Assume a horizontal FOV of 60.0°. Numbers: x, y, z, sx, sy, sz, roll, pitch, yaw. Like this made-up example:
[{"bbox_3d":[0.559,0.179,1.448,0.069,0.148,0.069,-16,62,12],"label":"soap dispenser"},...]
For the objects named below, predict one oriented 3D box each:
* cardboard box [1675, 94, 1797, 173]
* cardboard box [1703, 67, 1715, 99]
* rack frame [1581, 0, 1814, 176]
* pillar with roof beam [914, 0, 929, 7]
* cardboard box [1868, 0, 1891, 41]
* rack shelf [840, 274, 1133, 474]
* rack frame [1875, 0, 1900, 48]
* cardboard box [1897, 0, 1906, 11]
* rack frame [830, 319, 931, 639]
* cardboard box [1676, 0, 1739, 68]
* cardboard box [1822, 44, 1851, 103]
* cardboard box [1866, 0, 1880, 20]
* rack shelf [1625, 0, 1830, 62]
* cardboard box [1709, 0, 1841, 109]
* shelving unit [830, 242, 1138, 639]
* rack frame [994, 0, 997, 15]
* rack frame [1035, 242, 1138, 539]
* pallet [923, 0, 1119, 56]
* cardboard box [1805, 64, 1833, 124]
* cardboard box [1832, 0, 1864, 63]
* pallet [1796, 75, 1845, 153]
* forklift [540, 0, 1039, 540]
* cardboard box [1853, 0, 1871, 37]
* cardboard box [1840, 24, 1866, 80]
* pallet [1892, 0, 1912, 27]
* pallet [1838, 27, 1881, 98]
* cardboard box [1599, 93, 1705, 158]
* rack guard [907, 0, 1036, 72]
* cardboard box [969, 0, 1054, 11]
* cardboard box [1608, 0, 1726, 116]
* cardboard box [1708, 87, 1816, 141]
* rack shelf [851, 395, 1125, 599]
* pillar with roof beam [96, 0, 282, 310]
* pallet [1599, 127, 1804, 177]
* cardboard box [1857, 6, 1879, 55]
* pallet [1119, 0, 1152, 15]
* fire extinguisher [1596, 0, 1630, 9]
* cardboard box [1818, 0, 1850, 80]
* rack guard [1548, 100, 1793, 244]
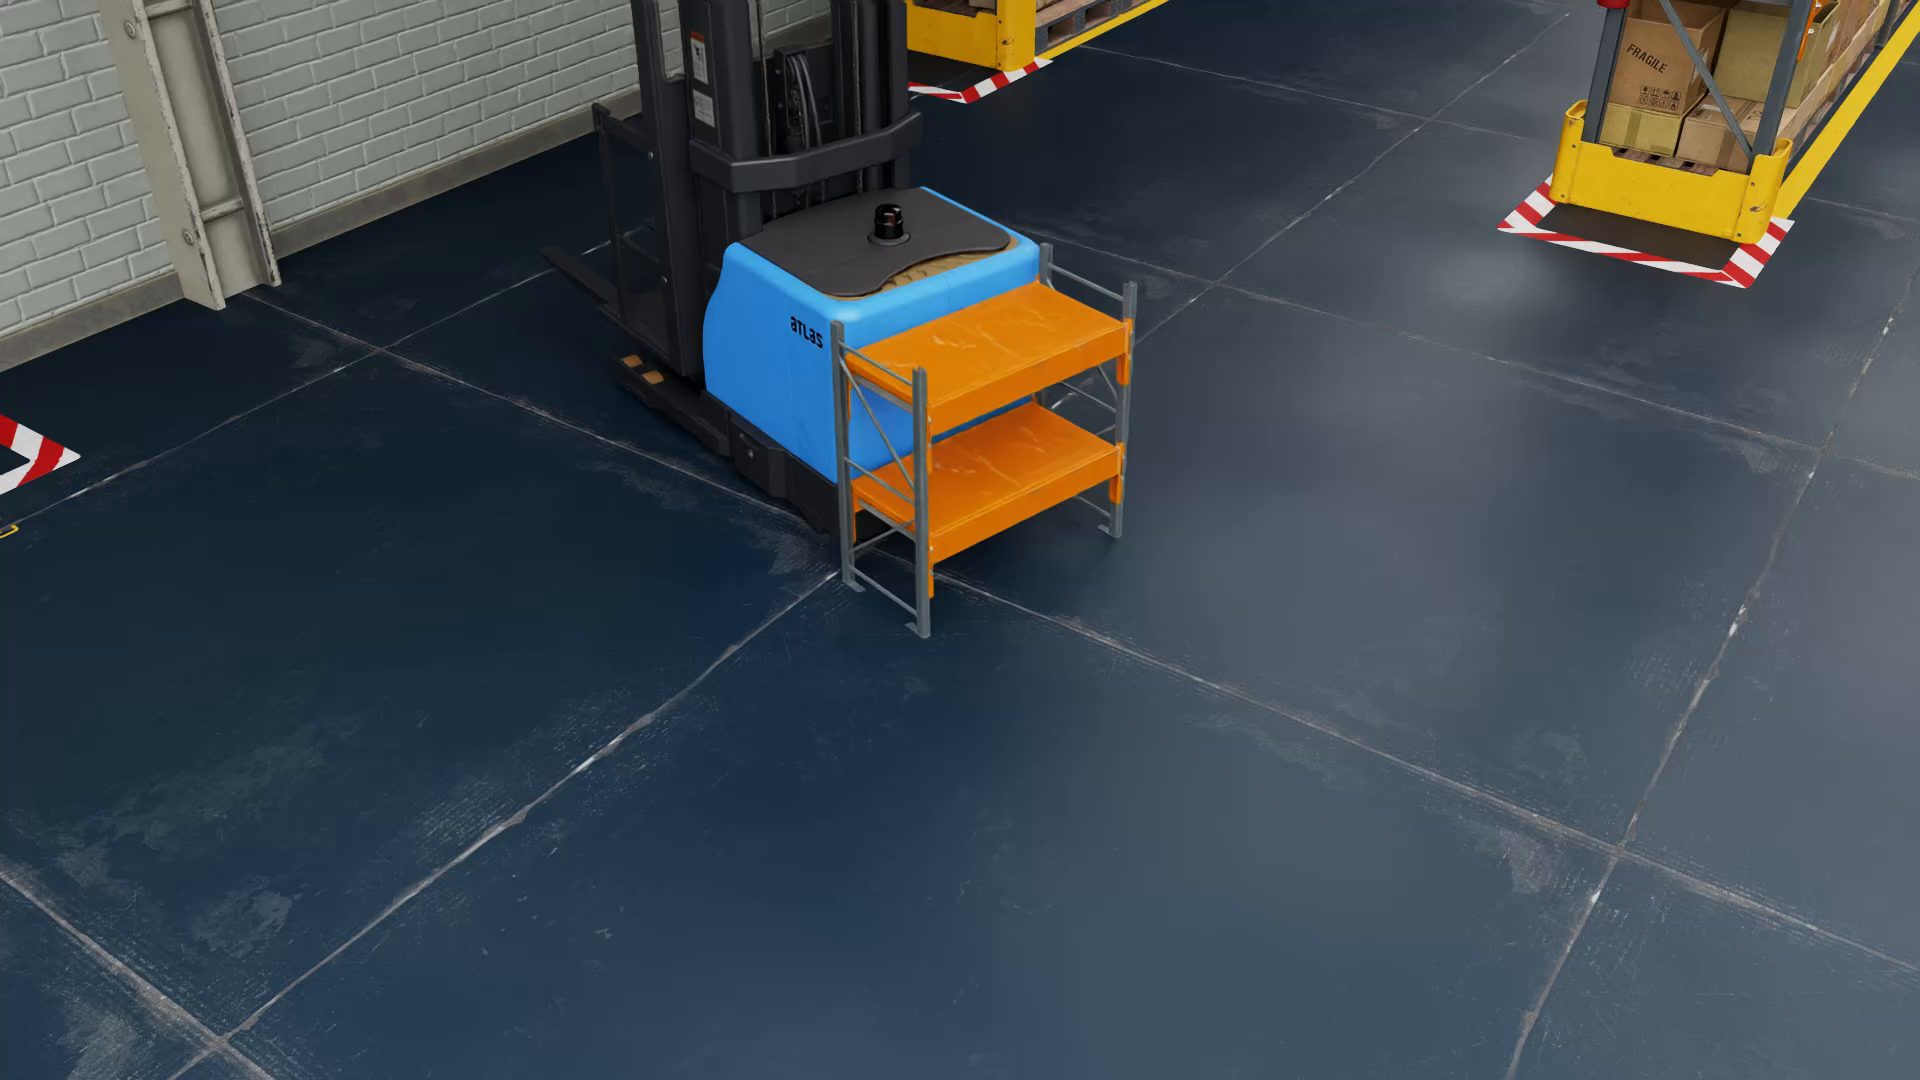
[{"bbox_3d":[4.491,-2.346,9.620,0.500,0.250,0.500,21,39,28],"label":"cardboard box"},{"bbox_3d":[4.341,-2.745,10.211,0.500,0.250,0.500,21,39,28],"label":"cardboard box"},{"bbox_3d":[4.002,-3.135,8.708,1.000,3.000,0.127,21,39,28],"label":"rack frame"},{"bbox_3d":[3.156,-6.424,8.216,9.100,9.000,0.400,21,39,28],"label":"pillar with roof beam"},{"bbox_3d":[6.198,-3.727,11.664,0.500,0.250,0.500,21,39,28],"label":"cardboard box"},{"bbox_3d":[0.098,-0.635,6.162,1.000,0.278,0.538,-26,42,-33],"label":"rack shelf"},{"bbox_3d":[6.283,-4.976,11.430,1.000,3.000,0.127,21,39,28],"label":"rack frame"},{"bbox_3d":[6.717,-4.117,12.240,0.500,0.250,0.500,20,39,27],"label":"cardboard box"},{"bbox_3d":[-0.286,-0.206,6.050,0.032,1.125,0.500,-26,42,-33],"label":"rack frame"},{"bbox_3d":[4.622,-3.287,10.343,0.500,0.500,0.500,21,39,28],"label":"cardboard box"},{"bbox_3d":[5.348,-3.035,10.640,0.500,0.250,0.500,21,39,28],"label":"cardboard box"},{"bbox_3d":[5.904,-3.812,11.119,0.500,0.500,0.500,21,39,28],"label":"cardboard box"},{"bbox_3d":[5.143,-3.757,10.270,1.077,0.370,4.000,21,39,28],"label":"rack shelf"},{"bbox_3d":[4.774,-2.887,9.751,0.500,0.500,0.500,21,39,28],"label":"cardboard box"},{"bbox_3d":[0.098,-0.392,6.326,1.048,1.125,0.538,-26,42,-33],"label":"shelving unit"},{"bbox_3d":[-0.069,-4.715,11.045,1.000,3.000,0.127,21,39,28],"label":"rack frame"},{"bbox_3d":[0.482,-0.579,6.602,0.032,1.125,0.500,-26,42,-33],"label":"rack frame"},{"bbox_3d":[0.466,-3.958,12.414,1.003,0.211,1.213,21,39,28],"label":"pallet"},{"bbox_3d":[5.058,-2.807,10.302,0.500,0.250,0.500,21,39,28],"label":"cardboard box"},{"bbox_3d":[5.348,-3.346,10.430,0.500,0.500,0.500,21,39,28],"label":"cardboard box"},{"bbox_3d":[5.100,-2.904,10.856,1.003,0.211,1.213,21,39,28],"label":"pallet"},{"bbox_3d":[-0.969,-1.978,7.059,1.130,2.935,3.031,-24,41,-31],"label":"forklift"},{"bbox_3d":[5.622,-3.580,10.777,0.500,0.500,0.500,21,39,28],"label":"cardboard box"},{"bbox_3d":[5.632,-3.266,10.981,0.500,0.250,0.500,21,39,28],"label":"cardboard box"},{"bbox_3d":[6.671,-4.172,12.731,1.003,0.211,1.213,21,39,28],"label":"pallet"},{"bbox_3d":[5.795,-3.468,11.690,1.003,0.211,1.213,21,39,28],"label":"pallet"},{"bbox_3d":[4.065,-2.511,9.865,0.500,0.250,0.500,21,39,28],"label":"cardboard box"},{"bbox_3d":[-0.026,-3.715,11.797,1.175,0.500,0.348,21,39,28],"label":"rack guard"},{"bbox_3d":[0.399,-4.073,12.103,0.500,0.311,0.500,17,37,23],"label":"cardboard box"},{"bbox_3d":[4.064,-2.822,9.656,0.500,0.500,0.500,21,39,28],"label":"cardboard box"},{"bbox_3d":[4.773,-2.577,9.962,0.500,0.250,0.500,21,39,28],"label":"cardboard box"},{"bbox_3d":[0.098,-0.190,6.463,1.000,0.278,0.538,-26,42,-33],"label":"rack shelf"},{"bbox_3d":[-0.265,-3.663,4.133,9.100,9.000,0.400,21,39,28],"label":"pillar with roof beam"},{"bbox_3d":[4.404,-2.345,10.029,1.003,0.211,1.213,21,39,28],"label":"pallet"},{"bbox_3d":[5.905,-3.500,11.328,0.500,0.250,0.500,21,39,28],"label":"cardboard box"},{"bbox_3d":[1.163,-4.517,13.241,1.003,0.211,1.213,21,39,28],"label":"pallet"},{"bbox_3d":[3.553,-3.197,8.869,0.296,0.674,0.183,21,39,28],"label":"fire extinguisher"},{"bbox_3d":[5.049,-3.121,10.098,0.500,0.500,0.500,21,39,28],"label":"cardboard box"},{"bbox_3d":[3.989,-2.088,9.392,1.175,0.500,0.348,21,39,28],"label":"rack guard"}]
